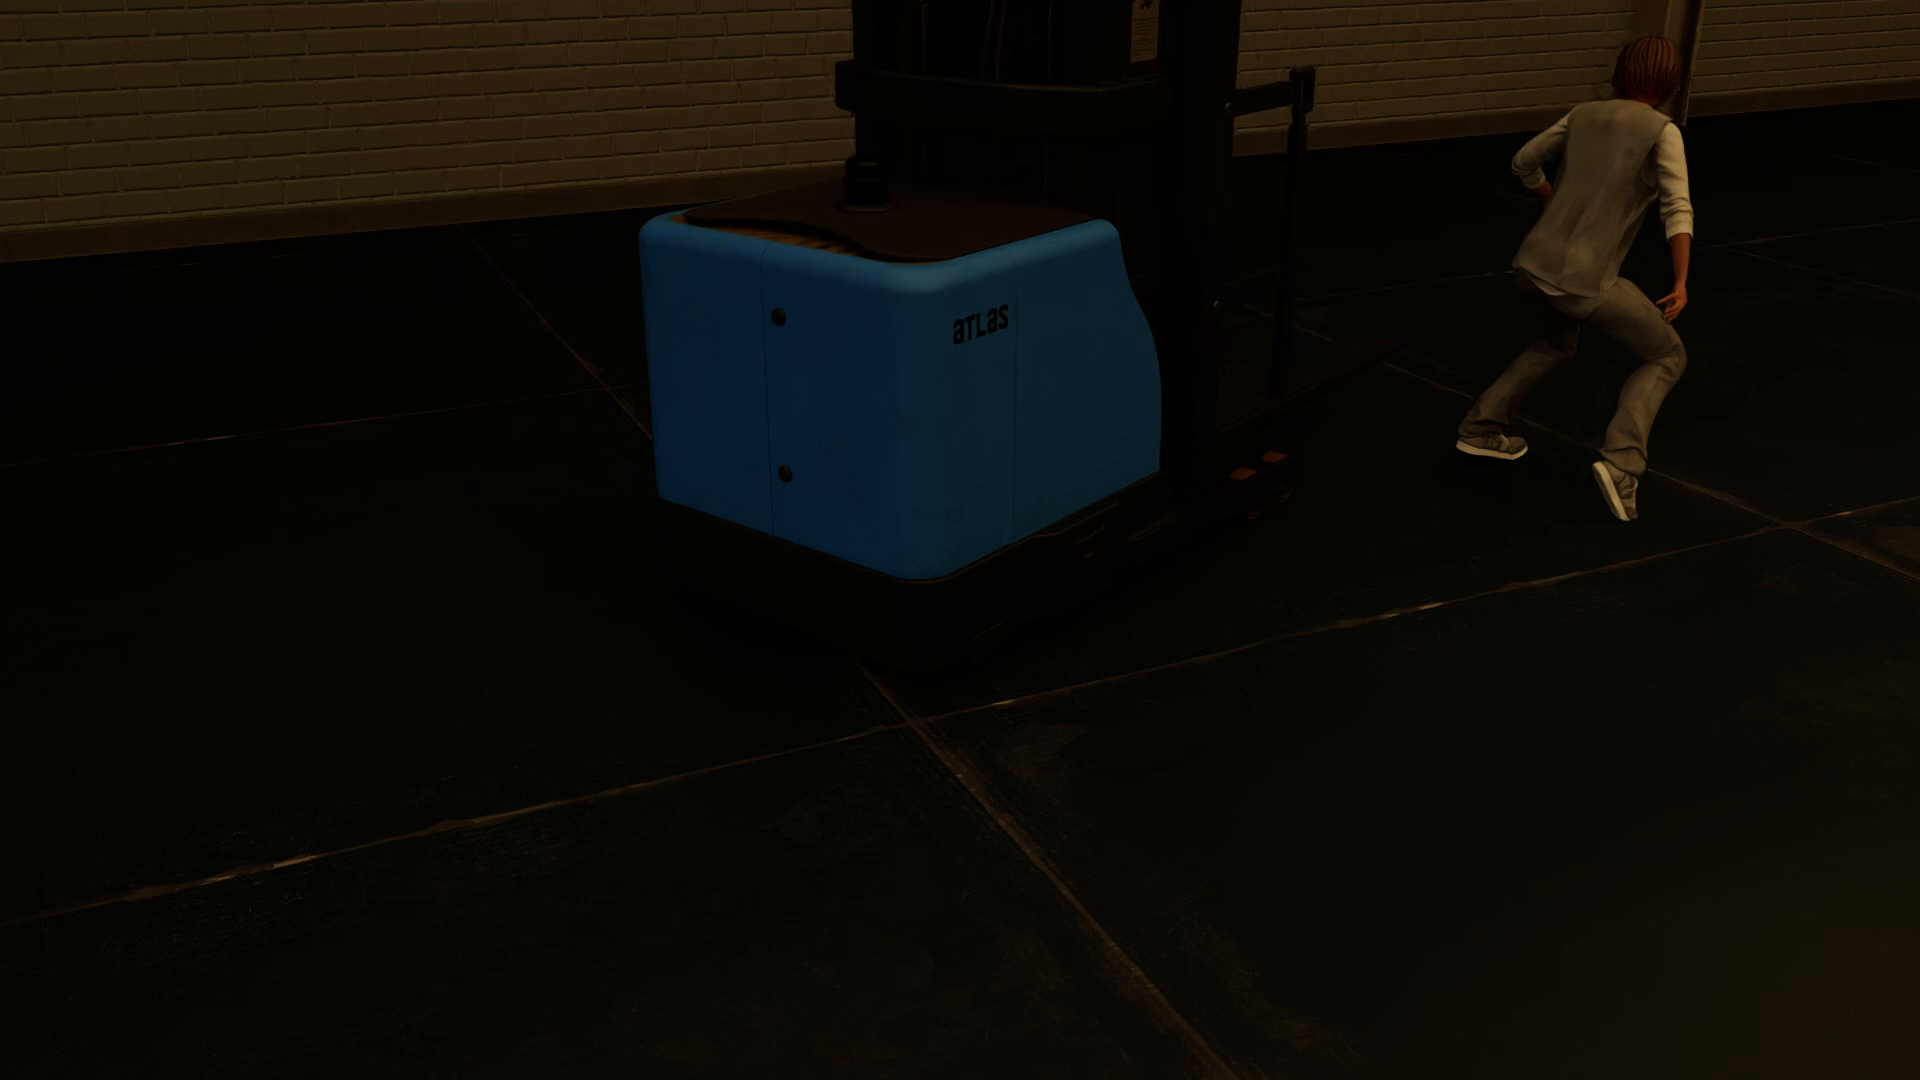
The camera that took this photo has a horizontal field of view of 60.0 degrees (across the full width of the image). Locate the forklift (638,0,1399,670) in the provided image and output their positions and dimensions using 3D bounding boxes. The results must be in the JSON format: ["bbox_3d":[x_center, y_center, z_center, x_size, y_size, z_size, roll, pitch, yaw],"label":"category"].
[{"bbox_3d":[0.460,-1.523,4.953,1.130,2.935,3.031,17,28,35],"label":"forklift"}]

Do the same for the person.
[{"bbox_3d":[2.045,-0.814,5.278,0.492,1.497,0.875,-12,25,-26],"label":"person"}]
